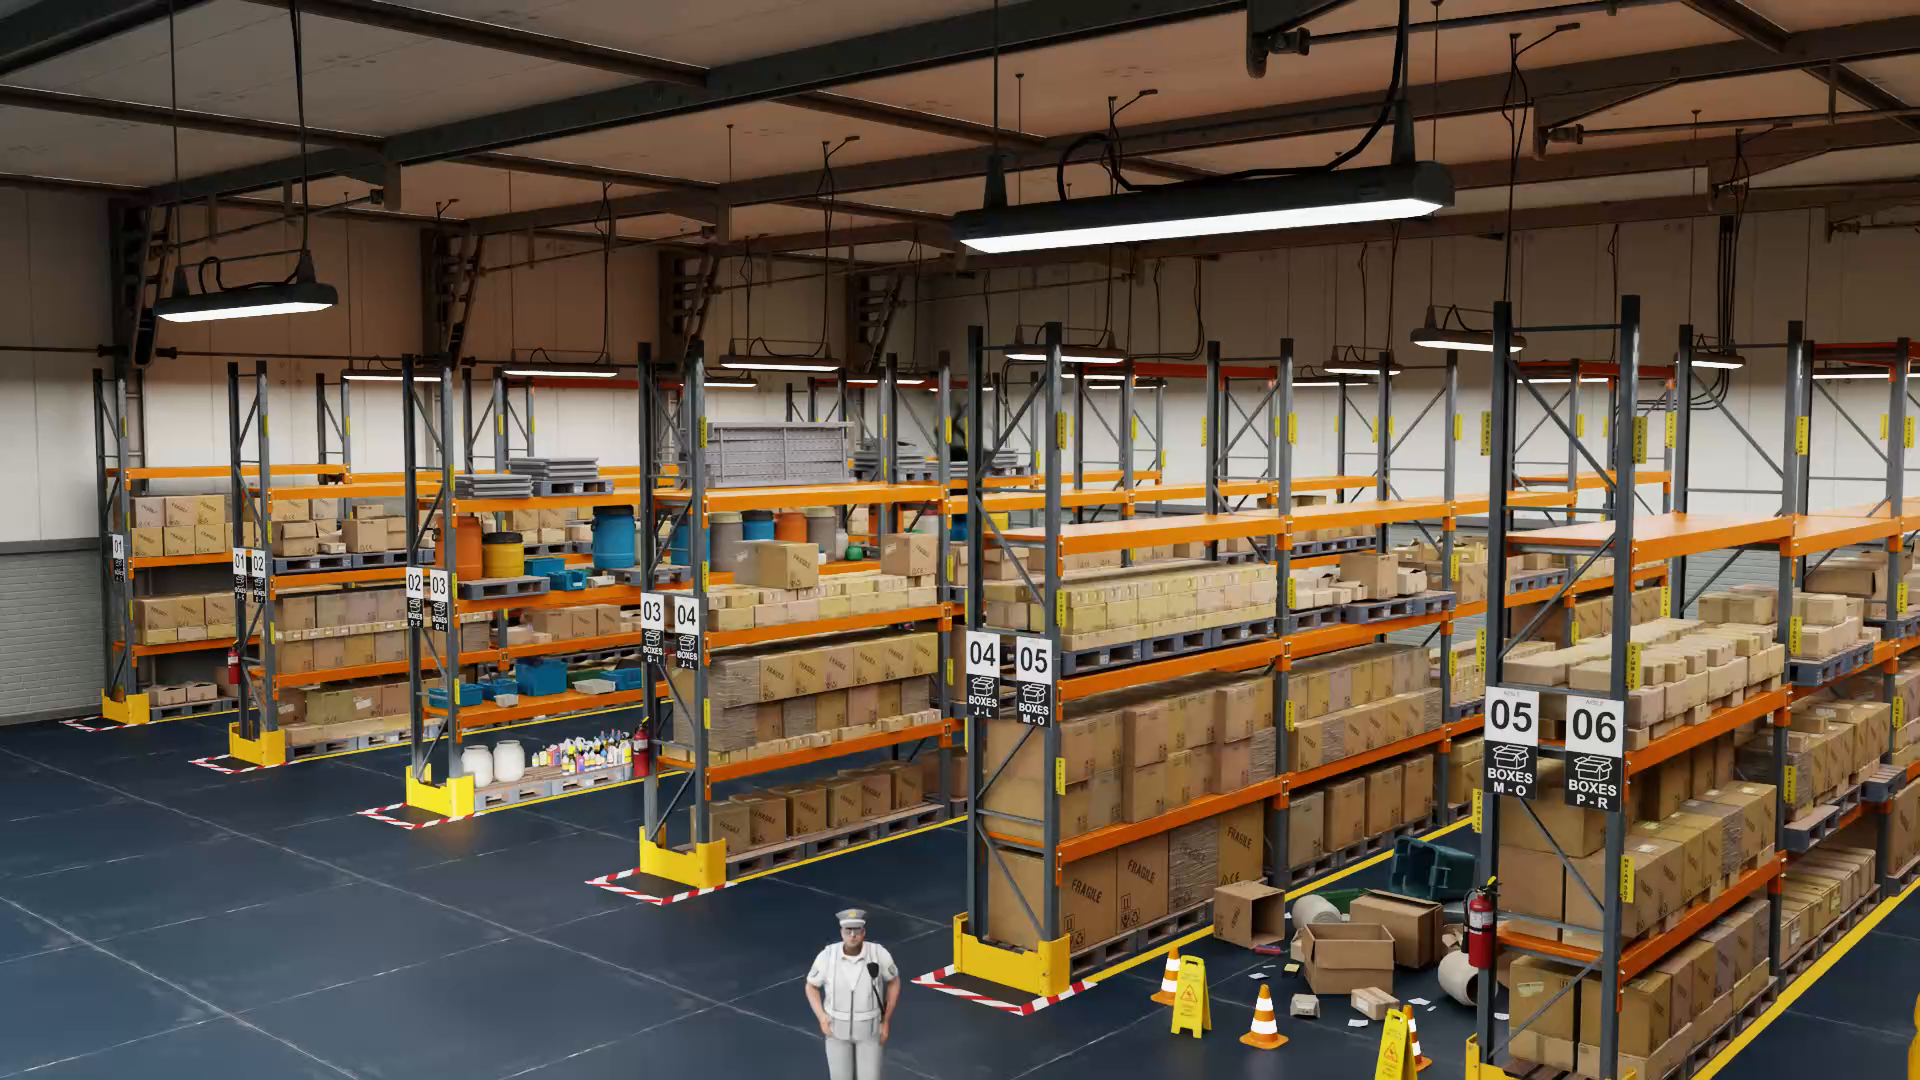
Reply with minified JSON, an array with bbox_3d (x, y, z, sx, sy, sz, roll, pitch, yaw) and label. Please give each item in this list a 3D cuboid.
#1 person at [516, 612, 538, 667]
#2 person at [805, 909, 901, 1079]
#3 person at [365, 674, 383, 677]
[{"bbox_3d":[-7.965,2.122,30.577,0.610,1.606,0.571,4,6,44],"label":"person"},{"bbox_3d":[-0.758,3.437,11.695,0.669,1.745,0.571,0,4,0],"label":"person"},{"bbox_3d":[-9.968,2.206,28.489,0.659,1.731,0.635,2,5,26],"label":"person"}]
